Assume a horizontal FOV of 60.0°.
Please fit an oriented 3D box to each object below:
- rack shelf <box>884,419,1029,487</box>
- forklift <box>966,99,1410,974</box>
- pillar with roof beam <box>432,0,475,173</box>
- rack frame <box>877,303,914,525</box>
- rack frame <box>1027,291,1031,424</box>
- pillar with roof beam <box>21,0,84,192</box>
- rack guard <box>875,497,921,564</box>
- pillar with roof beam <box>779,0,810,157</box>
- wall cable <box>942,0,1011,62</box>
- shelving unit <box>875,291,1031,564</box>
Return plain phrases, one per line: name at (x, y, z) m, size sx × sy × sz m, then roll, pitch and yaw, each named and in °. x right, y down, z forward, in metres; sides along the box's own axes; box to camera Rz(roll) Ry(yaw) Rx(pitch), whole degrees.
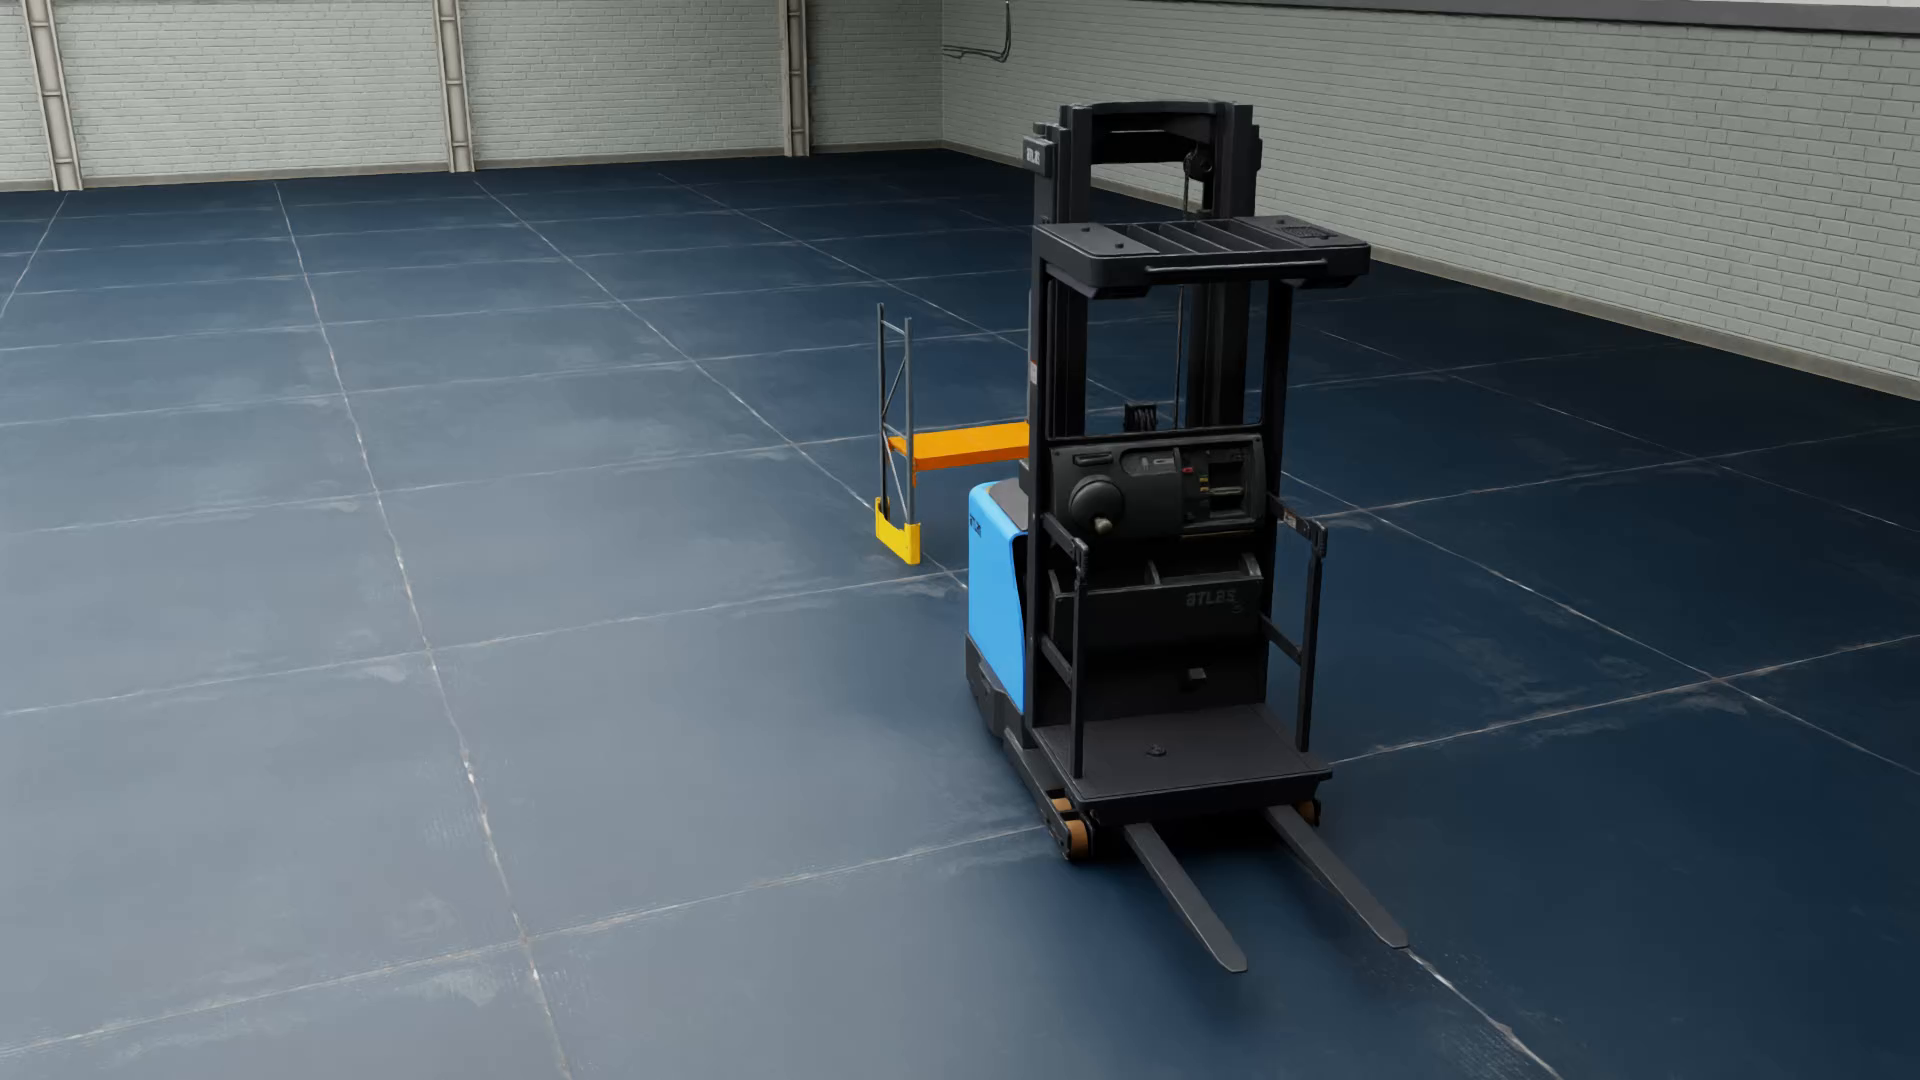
rack shelf at (0.078, -0.549, 10.365) m, size 1.000 × 0.185 × 0.538 m, roll -8°, pitch 21°, yaw -22°
forklift at (0.883, -0.213, 6.714) m, size 1.130 × 2.935 × 3.031 m, roll -5°, pitch 20°, yaw -13°
pillar with roof beam at (-6.813, -9.240, 23.215) m, size 0.400 × 9.000 × 9.100 m, roll -8°, pitch 21°, yaw -22°
rack frame at (-0.388, -0.652, 10.115) m, size 0.032 × 1.500 × 0.500 m, roll -8°, pitch 21°, yaw -22°
rack frame at (0.545, -0.786, 10.495) m, size 0.032 × 1.500 × 0.500 m, roll -8°, pitch 21°, yaw -22°
pillar with roof beam at (-12.322, -8.451, 20.973) m, size 0.400 × 9.000 × 9.100 m, roll -8°, pitch 21°, yaw -22°
rack guard at (-0.387, -0.062, 10.323) m, size 0.087 × 0.250 × 0.587 m, roll -8°, pitch 21°, yaw -22°
pillar with roof beam at (-1.304, -10.029, 25.456) m, size 0.400 × 9.000 × 9.100 m, roll -8°, pitch 21°, yaw -22°
wall cable at (0.220, -9.862, 29.656) m, size 0.112 × 2.526 × 3.097 m, roll -8°, pitch 21°, yaw -22°
shelving unit at (0.070, -0.717, 10.301) m, size 1.083 × 1.500 × 0.587 m, roll -8°, pitch 21°, yaw -22°
